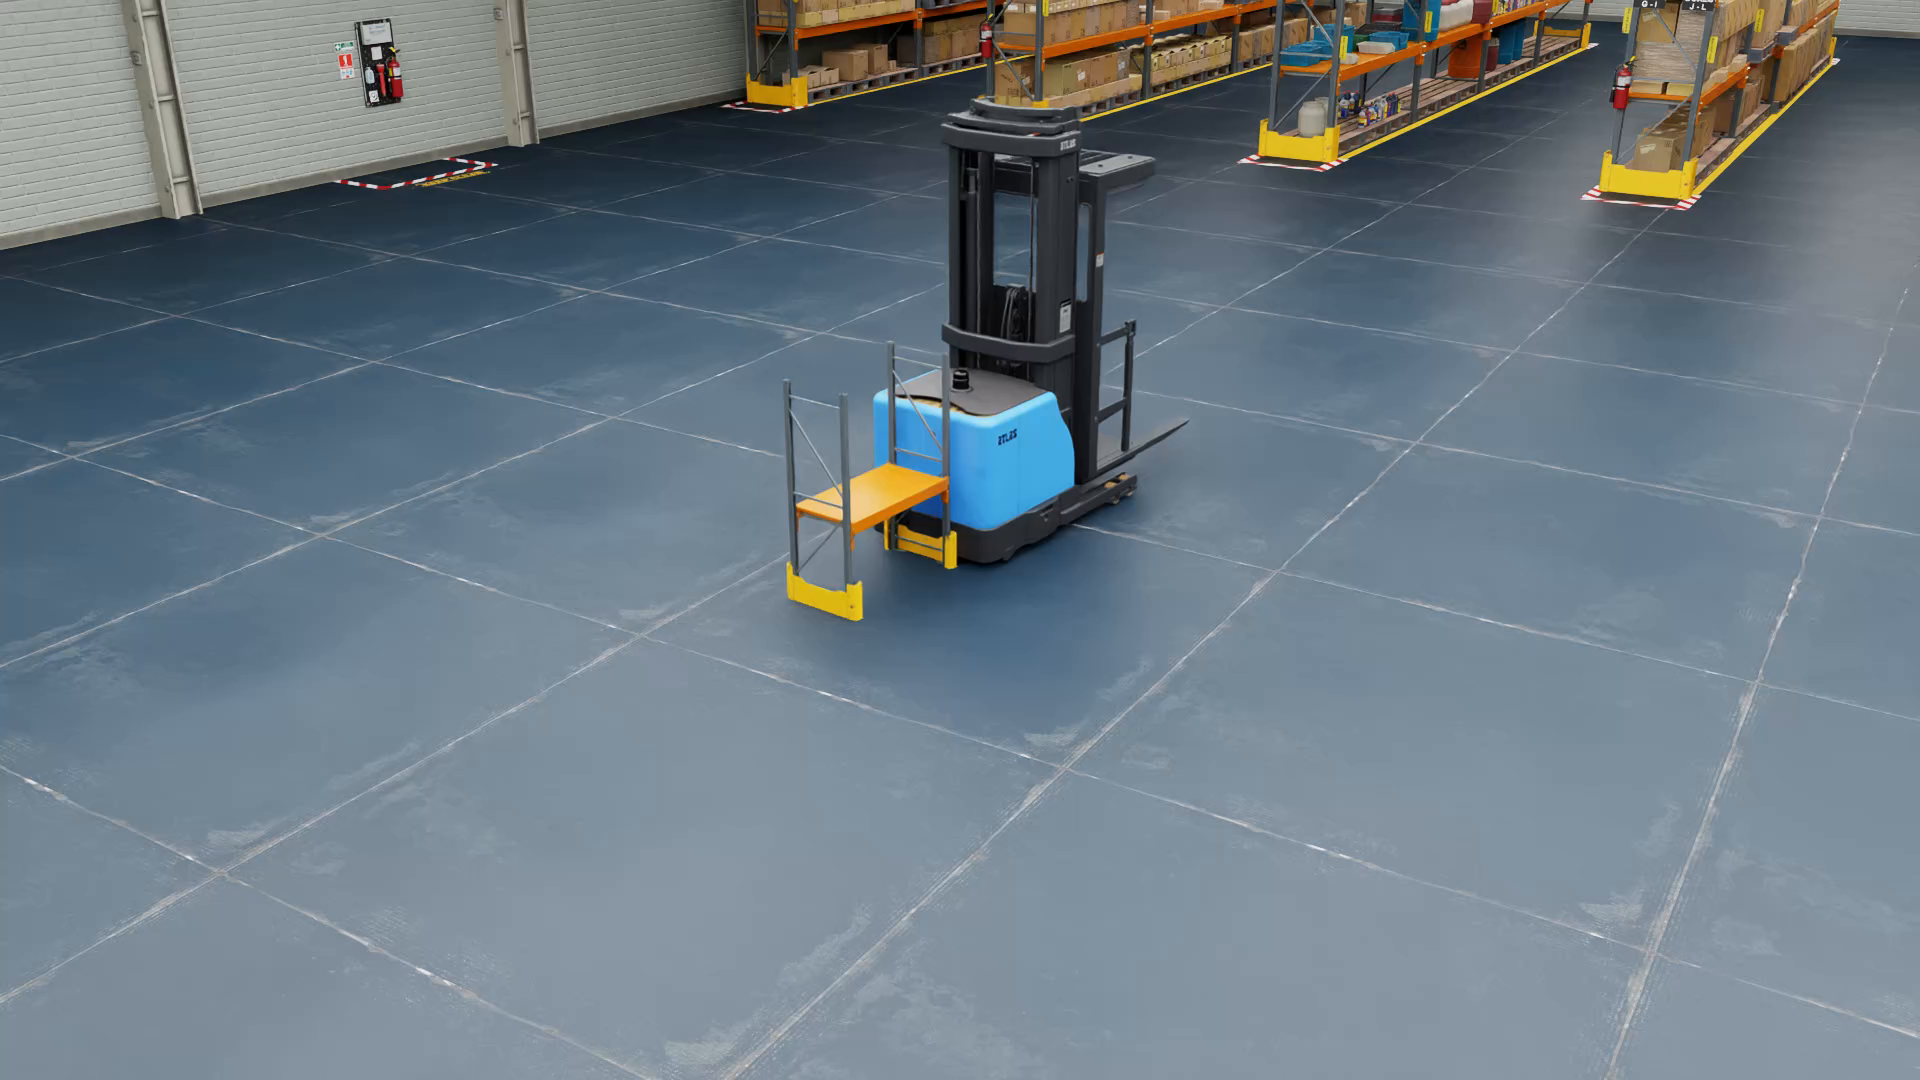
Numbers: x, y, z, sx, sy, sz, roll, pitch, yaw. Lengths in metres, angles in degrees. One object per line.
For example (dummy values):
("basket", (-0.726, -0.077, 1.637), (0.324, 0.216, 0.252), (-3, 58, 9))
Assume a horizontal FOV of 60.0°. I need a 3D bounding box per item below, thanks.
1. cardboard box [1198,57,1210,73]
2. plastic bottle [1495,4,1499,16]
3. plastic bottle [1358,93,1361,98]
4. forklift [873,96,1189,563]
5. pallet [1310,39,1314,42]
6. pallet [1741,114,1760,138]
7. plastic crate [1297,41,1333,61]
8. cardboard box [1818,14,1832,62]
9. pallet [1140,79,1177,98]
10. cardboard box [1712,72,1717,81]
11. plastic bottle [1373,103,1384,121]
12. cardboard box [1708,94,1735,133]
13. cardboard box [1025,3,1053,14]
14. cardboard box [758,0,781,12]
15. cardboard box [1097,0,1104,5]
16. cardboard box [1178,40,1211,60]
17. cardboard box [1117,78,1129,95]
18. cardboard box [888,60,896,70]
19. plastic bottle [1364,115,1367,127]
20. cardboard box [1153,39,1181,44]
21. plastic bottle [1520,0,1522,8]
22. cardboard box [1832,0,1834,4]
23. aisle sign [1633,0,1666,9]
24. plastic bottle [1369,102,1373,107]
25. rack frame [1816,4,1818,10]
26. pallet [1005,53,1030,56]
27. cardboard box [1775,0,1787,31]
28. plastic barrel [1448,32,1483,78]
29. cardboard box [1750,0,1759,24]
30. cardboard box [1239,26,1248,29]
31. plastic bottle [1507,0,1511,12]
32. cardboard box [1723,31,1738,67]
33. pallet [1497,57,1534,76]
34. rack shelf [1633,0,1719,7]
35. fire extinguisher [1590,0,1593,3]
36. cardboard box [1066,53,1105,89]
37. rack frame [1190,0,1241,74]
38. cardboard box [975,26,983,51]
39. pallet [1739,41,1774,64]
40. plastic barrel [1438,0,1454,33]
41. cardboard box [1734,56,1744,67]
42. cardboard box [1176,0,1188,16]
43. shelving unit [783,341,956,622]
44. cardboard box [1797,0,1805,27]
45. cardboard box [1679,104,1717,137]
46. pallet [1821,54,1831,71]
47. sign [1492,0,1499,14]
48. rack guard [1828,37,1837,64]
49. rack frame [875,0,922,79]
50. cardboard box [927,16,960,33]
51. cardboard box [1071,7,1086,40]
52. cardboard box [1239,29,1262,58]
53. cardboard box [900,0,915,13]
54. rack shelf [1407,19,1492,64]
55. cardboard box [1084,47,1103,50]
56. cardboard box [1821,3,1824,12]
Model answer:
("cardboard box", (4.501, -9.221, 32.207), (0.500, 0.250, 0.500), (15, 27, 30))
("plastic bottle", (10.029, -9.949, 31.104), (0.061, 0.283, 0.133), (14, 27, 29))
("plastic bottle", (6.607, -7.276, 27.647), (0.061, 0.283, 0.133), (14, 27, 29))
("forklift", (0.676, -1.713, 12.018), (1.130, 2.935, 3.031), (17, 28, 33))
("pallet", (7.581, -11.164, 37.274), (1.003, 0.211, 1.213), (14, 27, 29))
("pallet", (12.464, -6.832, 27.266), (1.003, 0.211, 1.213), (14, 27, 29))
("plastic crate", (5.451, -7.505, 25.497), (0.499, 0.251, 0.408), (14, 27, 29))
("cardboard box", (16.992, -10.163, 33.597), (0.875, 0.875, 0.875), (14, 27, 29))
("pallet", (3.354, -8.490, 31.095), (1.003, 0.211, 1.213), (14, 27, 29))
("cardboard box", (10.309, -6.440, 23.166), (0.380, 0.149, 0.250), (14, 27, 29))
("plastic bottle", (6.749, -6.920, 26.833), (0.152, 0.276, 0.135), (14, 27, 30))
("cardboard box", (11.754, -6.693, 26.027), (0.700, 0.500, 0.500), (12, 26, 25))
("cardboard box", (1.278, -8.593, 26.882), (0.380, 0.149, 0.250), (14, 27, 29))
("cardboard box", (-3.254, -9.687, 29.572), (0.500, 0.500, 0.500), (14, 27, 28))
("cardboard box", (2.228, -9.201, 28.286), (0.380, 0.149, 0.250), (15, 28, 31))
("cardboard box", (4.504, -9.476, 32.090), (0.500, 0.311, 0.500), (14, 27, 29))
("cardboard box", (2.667, -8.074, 29.558), (0.500, 0.250, 0.500), (14, 27, 29))
("cardboard box", (-1.469, -9.264, 32.387), (0.380, 0.166, 0.250), (10, 25, 22))
("plastic bottle", (6.370, -6.623, 26.241), (0.097, 0.201, 0.097), (0, 23, 0))
("cardboard box", (4.041, -9.585, 32.342), (0.500, 0.311, 0.500), (13, 27, 28))
("plastic bottle", (10.923, -10.498, 32.474), (0.097, 0.201, 0.097), (0, 23, 0))
("cardboard box", (17.296, -10.836, 33.321), (0.380, 0.149, 0.250), (13, 27, 28))
("aisle sign", (9.015, -7.320, 21.612), (0.394, 0.787, 0.004), (14, 27, 29))
("plastic bottle", (6.658, -6.945, 26.883), (0.061, 0.283, 0.133), (14, 27, 29))
("rack frame", (15.632, -10.135, 31.387), (1.000, 3.000, 0.127), (14, 27, 29))
("pallet", (1.377, -10.870, 36.594), (1.003, 0.211, 1.213), (14, 27, 29))
("cardboard box", (13.062, -8.624, 27.241), (0.700, 0.500, 0.500), (19, 30, 37))
("plastic barrel", (9.558, -9.189, 31.403), (0.600, 0.830, 0.708), (14, 27, 29))
("cardboard box", (11.408, -7.867, 24.388), (0.500, 0.500, 0.500), (14, 27, 29))
("cardboard box", (5.675, -10.457, 34.722), (0.500, 0.500, 0.500), (13, 27, 27))
("plastic bottle", (10.465, -10.229, 31.749), (0.061, 0.283, 0.133), (14, 27, 29))
("cardboard box", (10.650, -7.128, 23.938), (0.875, 0.500, 0.500), (14, 27, 29))
("pallet", (10.982, -9.642, 33.757), (1.003, 0.211, 1.213), (14, 27, 29))
("rack shelf", (10.357, -7.807, 23.137), (1.077, 0.370, 4.000), (14, 27, 29))
("fire extinguisher", (14.000, -12.272, 36.890), (0.296, 0.674, 0.183), (14, 27, 29))
("cardboard box", (2.153, -8.078, 28.622), (0.500, 0.500, 0.500), (14, 27, 29))
("rack frame", (5.108, -10.863, 33.067), (1.000, 3.000, 0.127), (14, 27, 29))
("cardboard box", (0.192, -10.551, 34.939), (0.700, 0.500, 0.500), (14, 27, 29))
("pallet", (11.939, -7.575, 25.713), (1.003, 0.211, 1.213), (14, 27, 29))
("plastic barrel", (8.282, -9.060, 28.732), (0.433, 0.535, 0.433), (0, 23, 0))
("cardboard box", (11.408, -7.103, 24.699), (0.380, 0.149, 0.250), (14, 27, 29))
("cardboard box", (3.959, -10.161, 31.320), (0.500, 0.500, 0.500), (14, 27, 29))
("shelving unit", (-0.574, -0.407, 10.803), (0.587, 1.500, 1.083), (17, 28, 33))
("cardboard box", (14.547, -9.286, 29.300), (0.500, 0.500, 0.500), (13, 27, 28))
("cardboard box", (11.167, -6.354, 25.270), (0.500, 0.500, 0.500), (13, 27, 27))
("pallet", (17.387, -9.919, 34.398), (1.003, 0.211, 1.213), (14, 27, 29))
("sign", (9.785, -9.785, 30.373), (0.100, 0.325, 0.005), (14, 27, 29))
("rack guard", (17.755, -10.346, 35.021), (1.175, 0.500, 0.348), (14, 27, 29))
("rack frame", (-1.212, -10.549, 32.343), (1.000, 3.000, 0.127), (14, 27, 29))
("cardboard box", (-0.338, -10.526, 33.938), (0.500, 0.250, 0.500), (13, 27, 27))
("cardboard box", (1.685, -8.708, 27.963), (0.700, 0.500, 0.500), (14, 27, 29))
("cardboard box", (5.862, -10.189, 34.103), (0.500, 0.500, 0.500), (13, 27, 27))
("cardboard box", (-1.205, -10.266, 31.853), (0.500, 0.250, 0.500), (14, 27, 29))
("rack shelf", (8.259, -8.818, 29.249), (1.077, 0.370, 4.000), (14, 27, 29))
("cardboard box", (2.230, -8.526, 29.658), (0.500, 0.500, 0.500), (14, 27, 29))
("cardboard box", (16.348, -10.228, 31.917), (0.380, 0.149, 0.250), (15, 28, 31))
